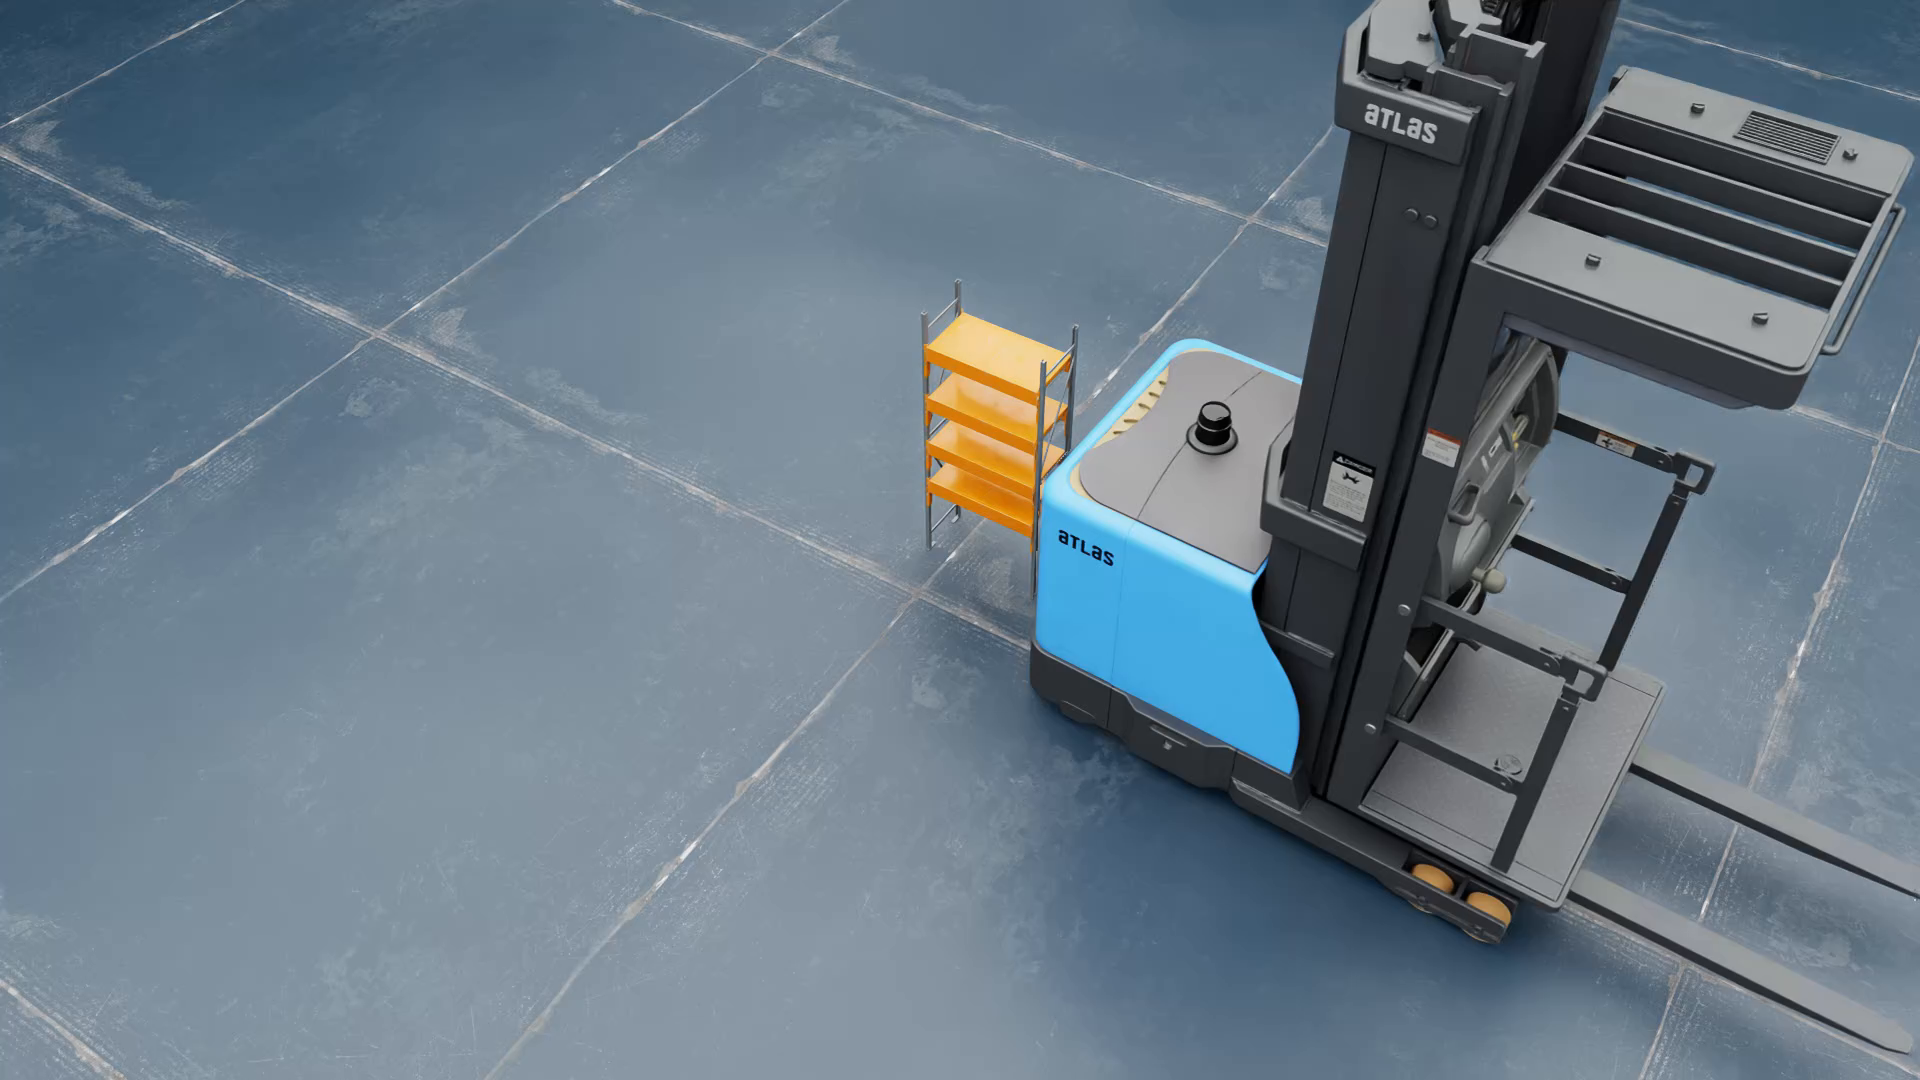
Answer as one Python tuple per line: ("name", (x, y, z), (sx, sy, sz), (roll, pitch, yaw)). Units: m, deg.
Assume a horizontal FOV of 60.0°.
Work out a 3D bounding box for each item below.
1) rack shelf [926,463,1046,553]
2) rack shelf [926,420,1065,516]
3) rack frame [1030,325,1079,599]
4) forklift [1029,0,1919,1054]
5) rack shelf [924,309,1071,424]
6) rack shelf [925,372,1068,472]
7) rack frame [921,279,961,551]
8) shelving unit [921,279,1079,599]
("rack shelf", (0.139, -0.169, 6.448), (0.480, 0.148, 0.258), (25, 51, 22))
("rack shelf", (0.139, -0.307, 6.306), (0.480, 0.148, 0.258), (25, 51, 22))
("rack frame", (0.345, -0.260, 6.166), (0.015, 1.200, 0.240), (25, 51, 22))
("forklift", (1.763, -0.142, 4.844), (3.031, 2.935, 1.130), (26, 51, 23))
("rack shelf", (0.139, -0.628, 5.976), (0.480, 0.148, 0.258), (25, 51, 22))
("rack shelf", (0.139, -0.463, 6.145), (0.480, 0.148, 0.258), (25, 51, 22))
("rack frame", (-0.066, -0.449, 6.349), (0.015, 1.200, 0.240), (25, 51, 22))
("shelving unit", (0.139, -0.354, 6.257), (0.503, 1.200, 0.258), (25, 51, 22))
